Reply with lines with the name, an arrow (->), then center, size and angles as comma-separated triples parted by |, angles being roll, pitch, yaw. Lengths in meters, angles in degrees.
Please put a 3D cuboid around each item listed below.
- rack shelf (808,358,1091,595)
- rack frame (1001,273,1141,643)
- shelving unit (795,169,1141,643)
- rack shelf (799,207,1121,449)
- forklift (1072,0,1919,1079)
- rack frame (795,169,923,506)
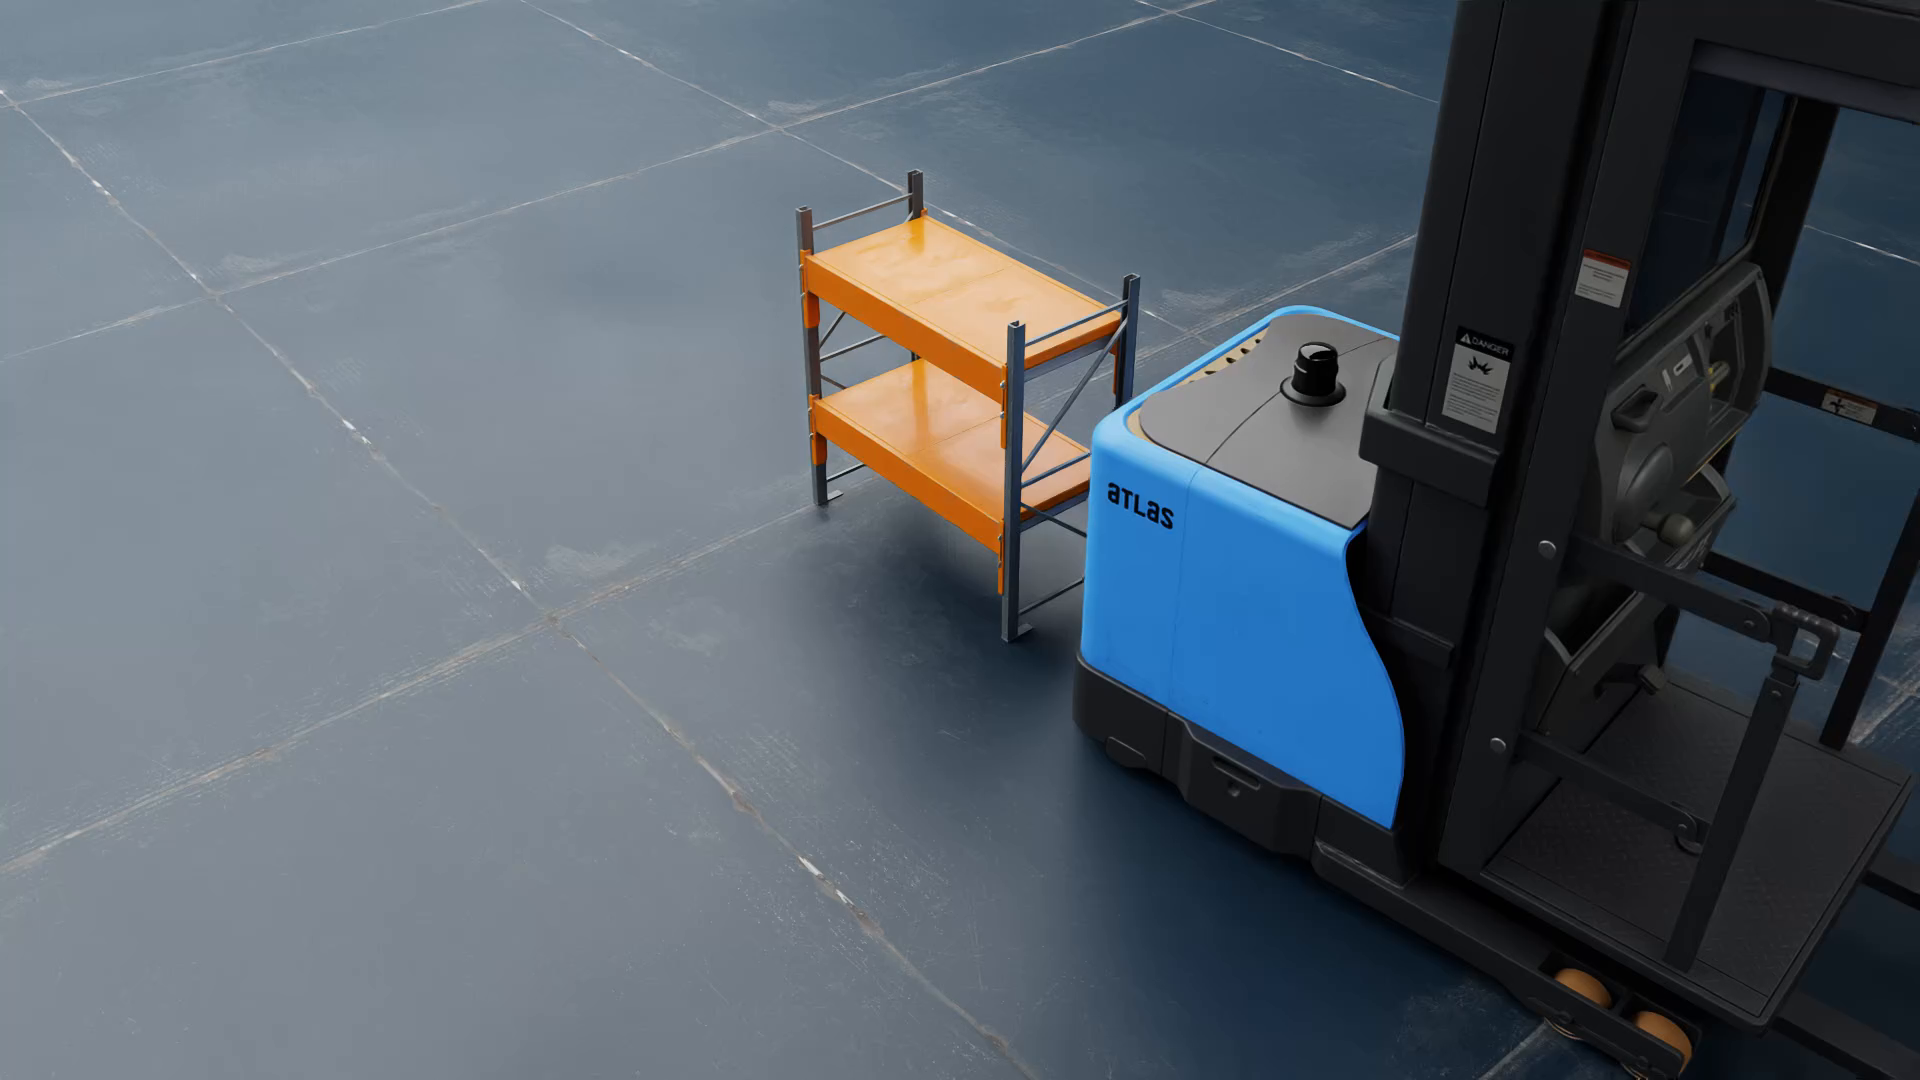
rack shelf -> 0.004, -0.257, 5.562 | 0.538, 0.278, 1.000 | -26, 43, -32
rack frame -> 0.332, -0.232, 5.104 | 0.500, 1.125, 0.032 | -26, 43, -32
shelving unit -> 0.004, -0.456, 5.421 | 0.538, 1.125, 1.048 | -26, 43, -32
rack shelf -> 0.004, -0.695, 5.252 | 0.538, 0.278, 1.000 | -26, 43, -32
forklift -> 1.761, -0.256, 3.575 | 3.031, 2.935, 1.130 | 28, 44, 33
rack frame -> -0.324, -0.680, 5.738 | 0.500, 1.125, 0.032 | -26, 43, -32
